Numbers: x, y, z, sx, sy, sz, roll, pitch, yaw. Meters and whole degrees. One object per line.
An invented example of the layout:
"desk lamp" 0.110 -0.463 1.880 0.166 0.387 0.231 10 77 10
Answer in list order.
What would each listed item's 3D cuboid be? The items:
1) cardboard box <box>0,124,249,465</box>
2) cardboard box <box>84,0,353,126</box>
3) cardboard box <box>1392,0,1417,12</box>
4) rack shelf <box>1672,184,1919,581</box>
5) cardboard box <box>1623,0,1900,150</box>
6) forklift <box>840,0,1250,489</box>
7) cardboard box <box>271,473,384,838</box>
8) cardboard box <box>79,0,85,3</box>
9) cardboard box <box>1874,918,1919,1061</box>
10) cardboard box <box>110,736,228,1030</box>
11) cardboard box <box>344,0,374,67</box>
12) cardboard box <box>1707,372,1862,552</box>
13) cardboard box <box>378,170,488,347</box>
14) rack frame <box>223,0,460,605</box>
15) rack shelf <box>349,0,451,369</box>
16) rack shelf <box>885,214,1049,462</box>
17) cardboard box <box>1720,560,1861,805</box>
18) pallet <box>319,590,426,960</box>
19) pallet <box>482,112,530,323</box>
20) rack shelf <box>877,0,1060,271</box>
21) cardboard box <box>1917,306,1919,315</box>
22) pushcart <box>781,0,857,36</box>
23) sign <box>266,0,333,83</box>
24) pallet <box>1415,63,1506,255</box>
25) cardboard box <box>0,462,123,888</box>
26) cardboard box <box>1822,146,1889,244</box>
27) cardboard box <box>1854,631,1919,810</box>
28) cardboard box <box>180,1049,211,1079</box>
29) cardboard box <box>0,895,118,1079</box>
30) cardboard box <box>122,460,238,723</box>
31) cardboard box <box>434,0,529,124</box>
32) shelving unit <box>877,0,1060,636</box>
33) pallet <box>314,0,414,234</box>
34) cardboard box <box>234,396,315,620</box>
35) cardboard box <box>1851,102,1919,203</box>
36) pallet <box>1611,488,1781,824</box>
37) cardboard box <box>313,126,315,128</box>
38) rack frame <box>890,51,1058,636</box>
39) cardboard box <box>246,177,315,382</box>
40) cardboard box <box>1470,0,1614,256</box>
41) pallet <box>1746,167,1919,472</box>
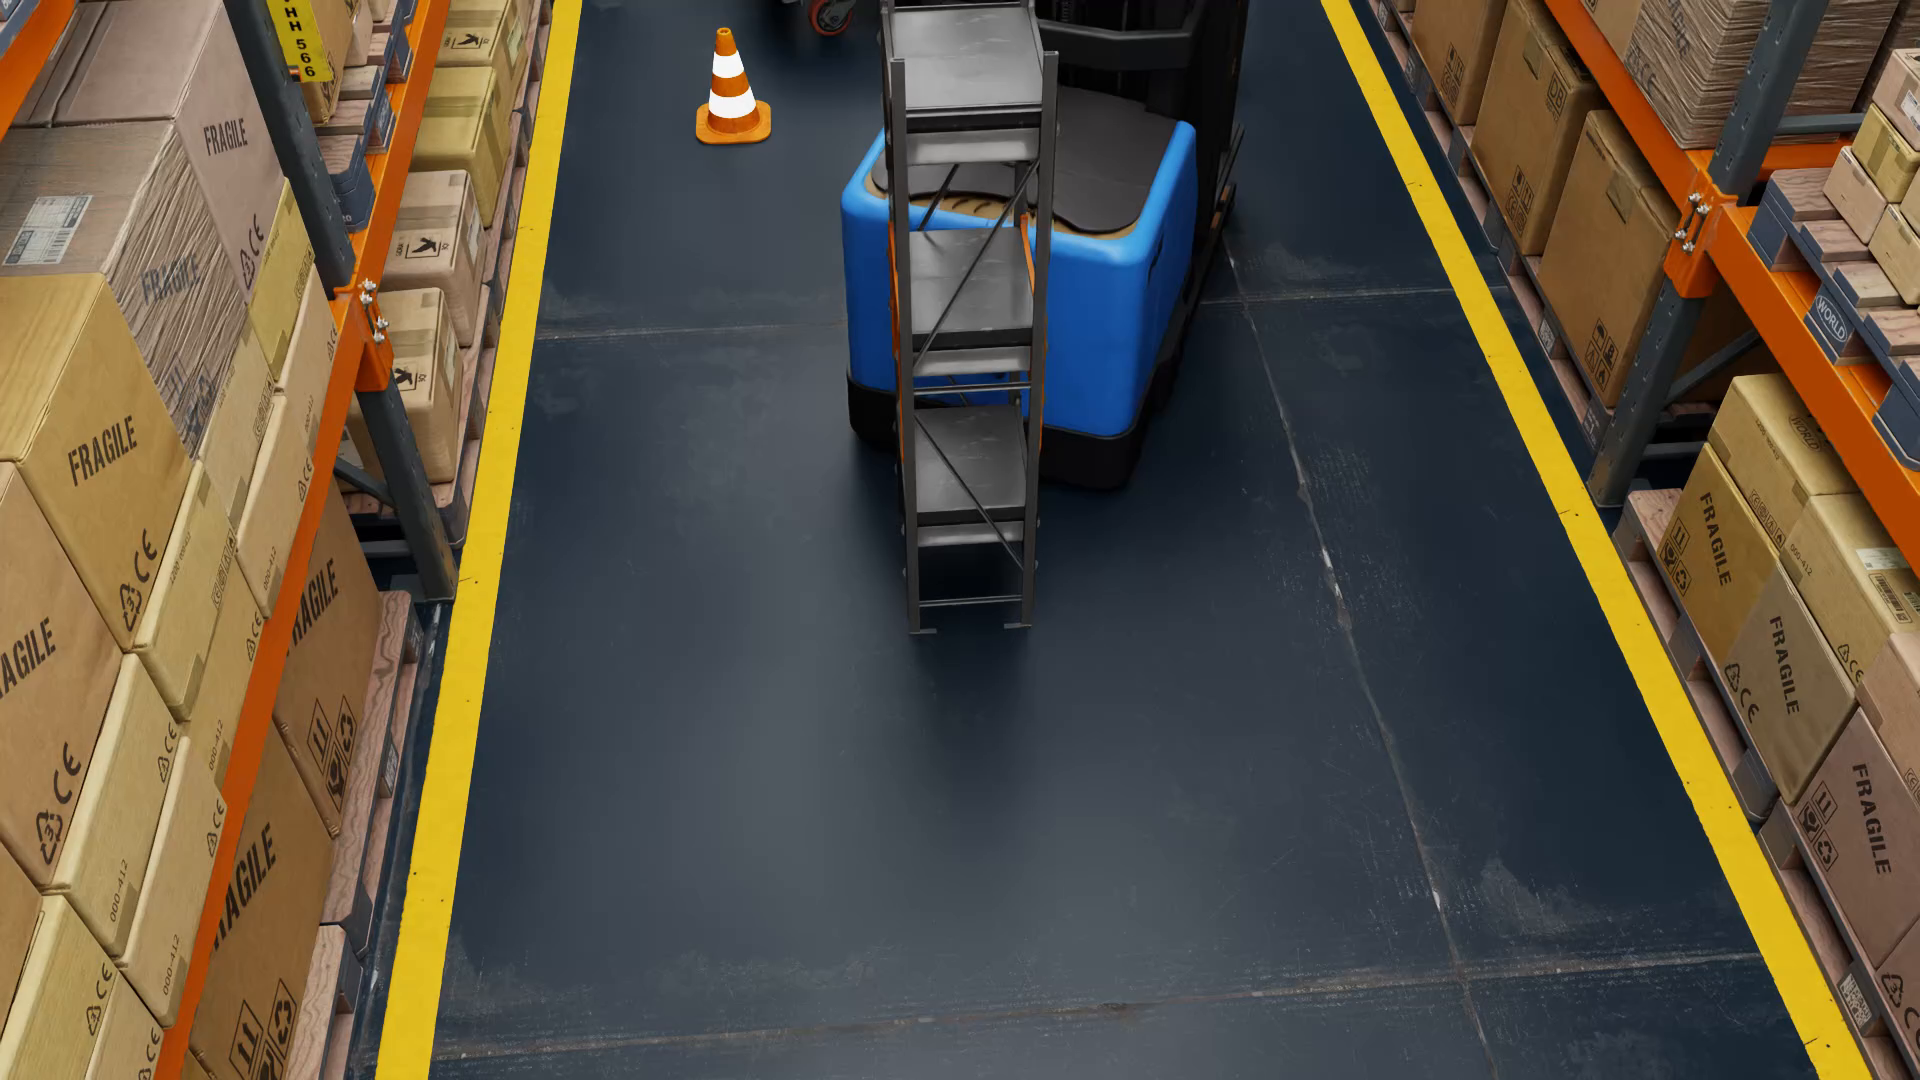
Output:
"cardboard box" -1.835 -0.488 3.389 0.500 0.500 0.500 -3 47 -3
"cardboard box" -1.997 -1.459 4.503 0.500 0.500 0.500 -5 47 -4
"cardboard box" 2.541 -3.034 7.818 1.050 0.750 0.750 -4 47 -3
"rack shelf" 2.902 0.482 3.723 1.077 0.370 4.000 -3 47 -3
"cardboard box" 2.429 -1.557 5.089 0.500 0.500 0.500 -3 47 -3
"forklift" 0.525 -2.280 5.891 1.130 2.935 3.031 13 48 12
"cardboard box" -2.215 0.252 4.619 0.875 0.875 0.875 -4 47 -4
"cardboard box" -2.505 -1.432 4.477 0.500 0.500 0.500 -5 47 -4
"cardboard box" 2.675 1.134 4.043 0.500 0.500 0.500 -4 47 -4
"cardboard box" -1.733 0.664 3.158 0.500 0.250 0.500 -4 47 -4
"cardboard box" -1.999 -1.551 5.036 0.380 0.149 0.250 -6 47 -6
"cardboard box" 2.551 -0.242 4.829 0.500 0.250 0.500 -5 47 -5
"cardboard box" -2.297 -1.022 6.173 0.950 0.372 0.625 -4 47 -4
"rack frame" -2.190 -0.839 4.478 1.000 3.000 0.127 -3 47 -3
"rack shelf" -2.357 -2.038 6.110 1.077 0.370 4.000 -3 47 -3
"rack shelf" 0.014 -0.593 4.884 0.431 0.518 0.480 -3 47 -3
"cardboard box" 2.585 0.393 4.744 0.500 0.500 0.500 -3 47 -3
"pallet" -2.199 0.695 4.946 1.003 0.211 1.213 -3 47 -3
"pallet" -2.353 -1.326 6.860 1.003 0.211 1.213 -3 47 -3
"rack shelf" 0.014 -1.074 4.376 0.431 0.518 0.480 -3 47 -3
"cardboard box" 2.616 -0.545 4.084 0.380 0.149 0.250 -1 47 -1
"pushcart" -0.257 -3.006 8.337 1.648 0.377 0.936 -19 49 -17
"sign" -1.637 -1.273 4.092 0.100 0.325 0.005 -3 47 -3
"pallet" 2.645 -1.709 7.224 1.003 0.211 1.213 -3 47 -3
"cardboard box" -1.764 0.238 2.701 0.500 0.500 0.500 -4 47 -4
"cardboard box" 2.571 -0.935 4.453 0.380 0.149 0.250 -4 47 -4
"cardboard box" 2.622 0.484 4.142 0.500 0.250 0.500 -3 47 -3
"cardboard box" -2.070 1.545 3.395 0.875 0.875 0.875 -2 47 -2
"cardboard box" -1.698 0.857 2.631 0.500 0.250 0.500 -3 47 -3
"cardboard box" -1.786 0.116 3.333 0.500 0.250 0.500 -5 47 -4
"cardboard box" -2.415 -2.074 7.169 0.950 0.372 0.625 -1 47 -1
"shelving unit" 0.014 -0.602 4.874 0.431 2.100 0.503 -3 47 -3
"pallet" -2.356 -1.282 5.030 1.213 0.211 1.003 -3 47 -3
"cardboard box" -1.830 -0.068 3.852 0.500 0.250 0.500 -3 47 -3
"cardboard box" 2.575 -1.011 4.321 0.380 0.149 0.250 -2 47 -2
"pallet" 2.798 0.312 5.309 1.003 0.211 1.213 -3 47 -3
"cardboard box" -2.032 -1.143 4.651 0.380 0.149 0.250 -6 47 -6
"rack frame" 0.034 -0.426 4.707 0.400 2.100 0.015 -3 47 -3
"cardboard box" -1.896 -0.624 4.034 0.500 0.250 0.500 -4 47 -3
"cardboard box" 2.697 -1.662 6.518 1.050 0.750 0.750 -3 47 -3
"pallet" 2.900 -0.638 4.420 1.213 0.211 1.003 -3 47 -3
